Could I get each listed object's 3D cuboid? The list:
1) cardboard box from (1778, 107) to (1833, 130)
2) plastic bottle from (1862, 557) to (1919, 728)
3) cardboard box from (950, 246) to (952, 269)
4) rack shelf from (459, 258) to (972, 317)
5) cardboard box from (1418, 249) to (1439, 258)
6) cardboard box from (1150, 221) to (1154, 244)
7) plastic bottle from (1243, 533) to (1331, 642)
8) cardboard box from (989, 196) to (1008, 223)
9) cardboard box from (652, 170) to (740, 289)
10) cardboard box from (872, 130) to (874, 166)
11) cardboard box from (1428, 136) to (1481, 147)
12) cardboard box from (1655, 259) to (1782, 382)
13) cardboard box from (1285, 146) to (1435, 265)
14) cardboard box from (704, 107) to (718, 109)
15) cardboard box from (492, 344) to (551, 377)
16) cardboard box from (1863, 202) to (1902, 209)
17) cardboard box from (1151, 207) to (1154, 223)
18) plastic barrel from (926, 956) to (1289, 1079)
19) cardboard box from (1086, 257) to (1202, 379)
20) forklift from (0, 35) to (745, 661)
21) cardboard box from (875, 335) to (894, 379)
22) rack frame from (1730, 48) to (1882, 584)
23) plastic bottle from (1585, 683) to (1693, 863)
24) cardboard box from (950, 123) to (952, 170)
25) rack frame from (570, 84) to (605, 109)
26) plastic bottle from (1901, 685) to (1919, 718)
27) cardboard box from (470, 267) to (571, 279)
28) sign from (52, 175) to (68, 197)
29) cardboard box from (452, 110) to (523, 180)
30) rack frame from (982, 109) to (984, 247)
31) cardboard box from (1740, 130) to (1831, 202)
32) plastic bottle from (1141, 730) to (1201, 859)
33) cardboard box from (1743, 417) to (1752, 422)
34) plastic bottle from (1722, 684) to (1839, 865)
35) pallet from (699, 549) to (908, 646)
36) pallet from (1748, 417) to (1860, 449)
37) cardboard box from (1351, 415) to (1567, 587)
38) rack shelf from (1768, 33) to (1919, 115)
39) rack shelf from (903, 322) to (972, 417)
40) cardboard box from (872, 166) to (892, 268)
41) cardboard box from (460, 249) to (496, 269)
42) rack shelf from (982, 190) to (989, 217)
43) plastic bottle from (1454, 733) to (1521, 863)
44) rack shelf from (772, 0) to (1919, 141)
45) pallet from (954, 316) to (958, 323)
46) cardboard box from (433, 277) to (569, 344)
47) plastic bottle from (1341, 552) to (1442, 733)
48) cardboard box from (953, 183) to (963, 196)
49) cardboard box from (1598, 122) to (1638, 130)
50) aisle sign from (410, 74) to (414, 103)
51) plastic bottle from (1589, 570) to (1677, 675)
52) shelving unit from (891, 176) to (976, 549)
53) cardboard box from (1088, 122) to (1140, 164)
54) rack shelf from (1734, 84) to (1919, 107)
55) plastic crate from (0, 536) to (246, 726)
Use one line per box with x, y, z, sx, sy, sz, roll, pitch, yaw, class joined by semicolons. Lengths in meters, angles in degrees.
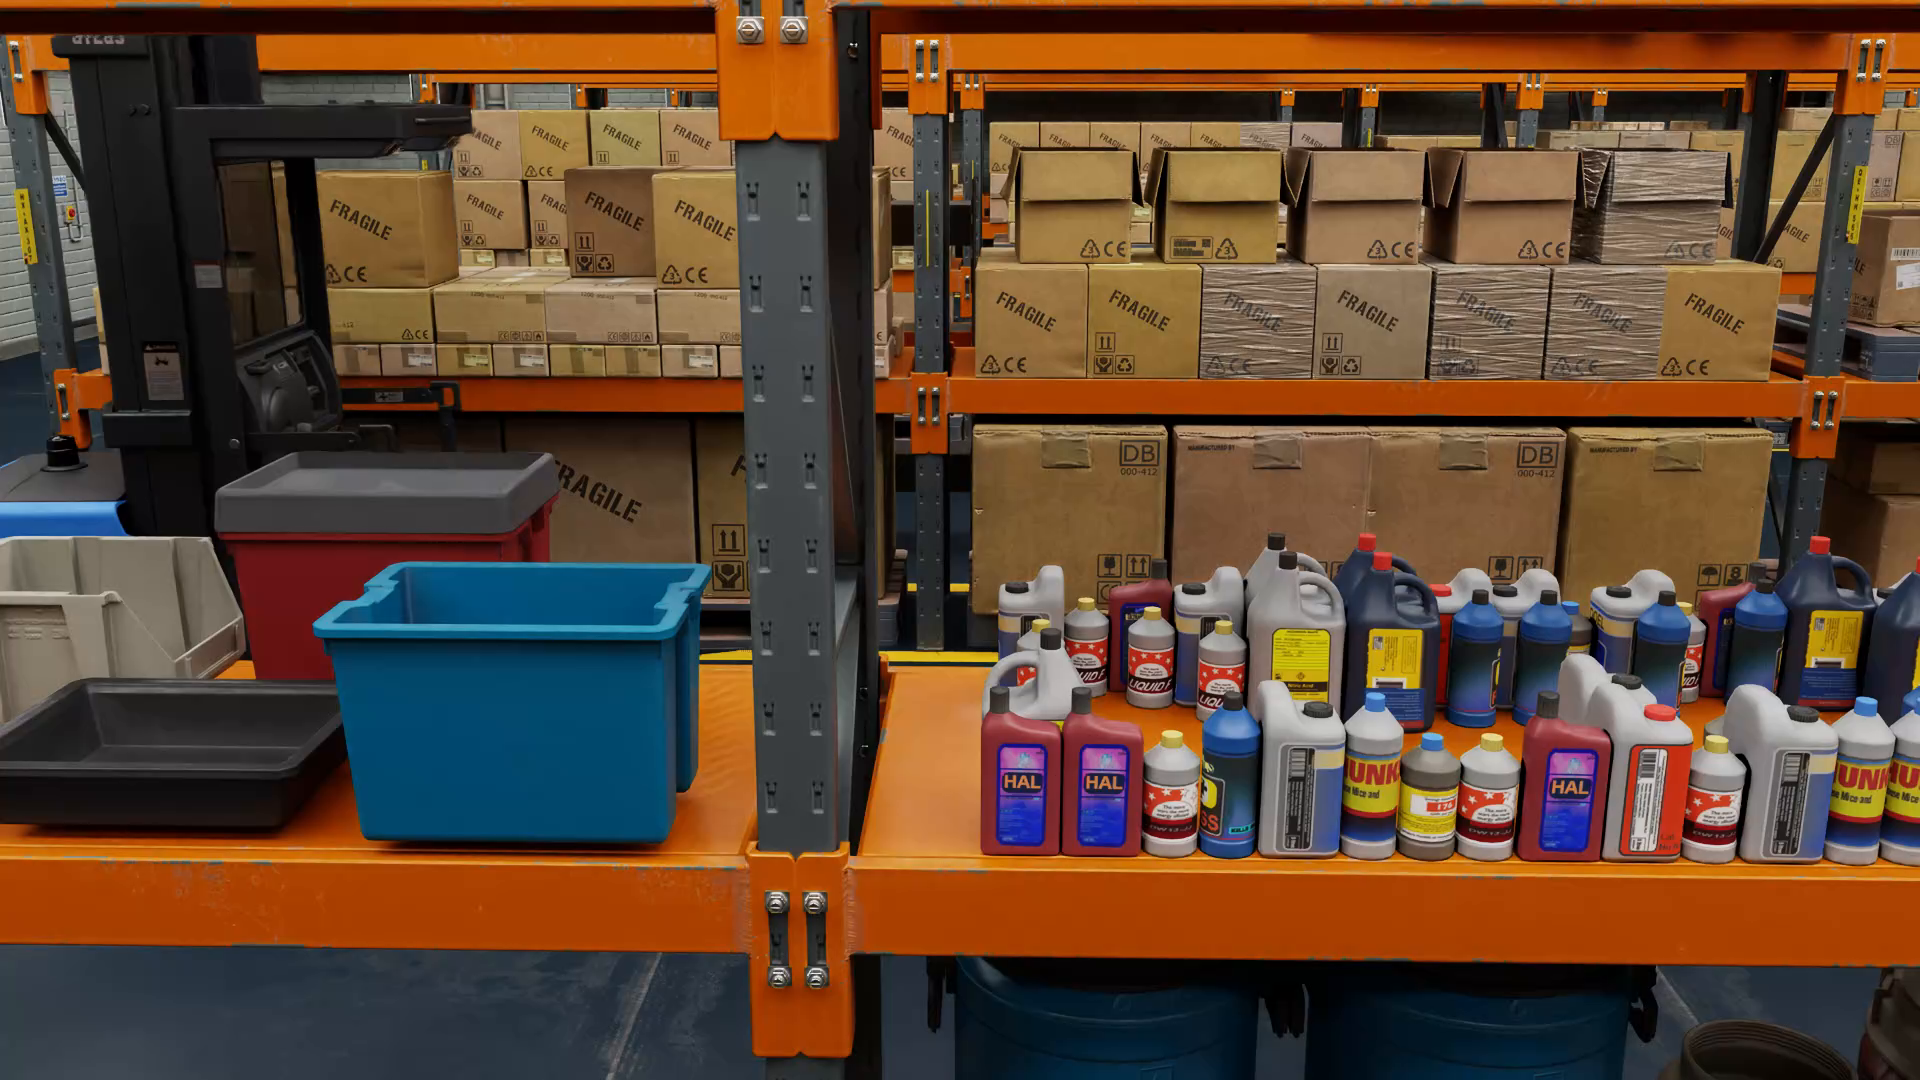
8.556;-4.143;16.923;0.500;0.500;0.700;0;15;1;cardboard box
1.904;0.206;3.275;0.185;0.351;0.144;0;15;1;plastic bottle
-0.192;-2.135;12.545;0.250;0.149;0.380;0;15;1;cardboard box
-1.900;-1.980;12.873;4.000;0.370;1.077;0;15;1;rack shelf
2.364;-1.150;8.123;0.500;0.500;0.500;0;15;0;cardboard box
1.514;-2.270;12.232;0.250;0.149;0.380;0;15;-1;cardboard box
0.672;0.159;3.453;0.185;0.351;0.144;0;15;1;plastic bottle
0.558;-3.435;17.272;0.500;0.250;0.500;0;15;0;cardboard box
-1.095;-1.423;7.595;0.500;0.500;0.500;1;15;2;cardboard box
-0.894;-2.926;12.312;0.500;0.500;0.500;0;15;0;cardboard box
5.089;-3.883;17.075;0.500;0.500;0.500;1;15;4;cardboard box
3.371;-1.012;7.601;0.500;0.500;0.500;1;15;3;cardboard box
1.818;-1.574;7.763;0.637;0.503;0.797;1;15;3;cardboard box
-2.478;-4.376;17.119;0.250;0.149;0.380;1;15;2;cardboard box
-1.981;-0.857;7.702;0.250;0.149;0.380;1;15;2;cardboard box
6.558;-2.252;12.301;0.500;0.500;0.500;1;15;2;cardboard box
1.528;-2.414;12.197;0.250;0.149;0.380;1;15;4;cardboard box
0.289;1.032;3.337;0.708;0.901;0.600;0;15;1;plastic barrel
0.828;-1.029;7.663;0.500;0.500;0.500;0;15;2;cardboard box
-2.434;-0.647;6.545;3.031;2.935;1.130;-1;15;-2;forklift
-0.441;-0.847;7.663;0.250;0.149;0.380;0;15;2;cardboard box
3.870;-1.024;7.841;0.127;3.000;1.000;0;15;1;rack frame
1.124;0.379;2.766;0.135;0.276;0.152;0;15;1;plastic bottle
-0.345;-4.174;17.625;0.500;0.500;0.500;0;15;2;cardboard box
-3.874;-3.603;17.618;0.127;3.000;1.000;0;15;1;rack frame
1.669;0.355;2.866;0.097;0.271;0.097;0;15;0;plastic bottle
-2.099;-1.203;8.230;0.500;0.250;0.500;0;15;2;cardboard box
-9.574;-3.753;17.655;0.001;0.218;0.327;0;15;1;sign
-3.457;-2.945;12.385;0.500;0.500;0.500;0;15;1;cardboard box
0.248;-4.843;22.317;0.127;3.000;1.000;0;15;1;rack frame
6.076;-2.806;12.438;0.500;0.500;0.700;0;15;1;cardboard box
0.350;0.417;2.768;0.097;0.201;0.097;0;15;0;plastic bottle
5.579;-1.372;12.746;0.750;0.750;1.050;1;15;2;cardboard box
1.356;0.381;2.760;0.135;0.276;0.152;0;15;1;plastic bottle
-0.886;0.273;8.390;1.213;0.211;1.003;0;15;1;pallet
6.101;-0.907;12.864;1.213;0.211;1.003;0;15;1;pallet
2.290;-0.217;8.125;0.875;0.875;1.225;0;15;2;cardboard box
5.870;-2.114;7.501;4.000;0.370;1.077;0;15;1;rack shelf
-0.165;-1.003;9.580;0.480;0.518;0.431;0;15;1;rack shelf
-0.601;-1.552;8.085;0.500;0.500;0.500;0;15;1;cardboard box
-3.584;-2.133;12.538;0.250;0.149;0.380;0;15;1;cardboard box
2.247;-4.482;22.360;4.000;0.370;1.077;0;15;1;rack shelf
0.874;0.421;2.755;0.097;0.201;0.097;0;15;0;plastic bottle
1.745;-0.877;2.812;4.000;0.370;1.077;0;15;1;rack shelf
-0.633;-2.254;17.969;1.213;0.211;1.003;0;15;1;pallet
-2.110;-1.068;7.717;0.500;0.250;0.500;0;15;0;cardboard box
0.854;0.197;3.309;0.185;0.351;0.144;0;15;1;plastic bottle
-0.077;-4.659;22.113;0.250;0.149;0.380;1;15;2;cardboard box
6.691;-4.176;16.916;0.250;0.149;0.380;0;15;-1;cardboard box
-3.980;-3.521;12.211;0.004;0.787;0.394;0;15;1;aisle sign
1.383;0.201;3.441;0.135;0.276;0.152;0;15;1;plastic bottle
-0.165;-1.016;9.576;0.503;2.100;0.431;0;15;1;shelving unit
1.568;-4.033;17.090;0.500;0.500;0.500;0;15;0;cardboard box
10.122;-4.615;16.981;4.000;0.370;1.077;0;15;1;rack shelf
-1.777;0.184;3.376;0.530;0.282;0.437;0;15;1;plastic crate
